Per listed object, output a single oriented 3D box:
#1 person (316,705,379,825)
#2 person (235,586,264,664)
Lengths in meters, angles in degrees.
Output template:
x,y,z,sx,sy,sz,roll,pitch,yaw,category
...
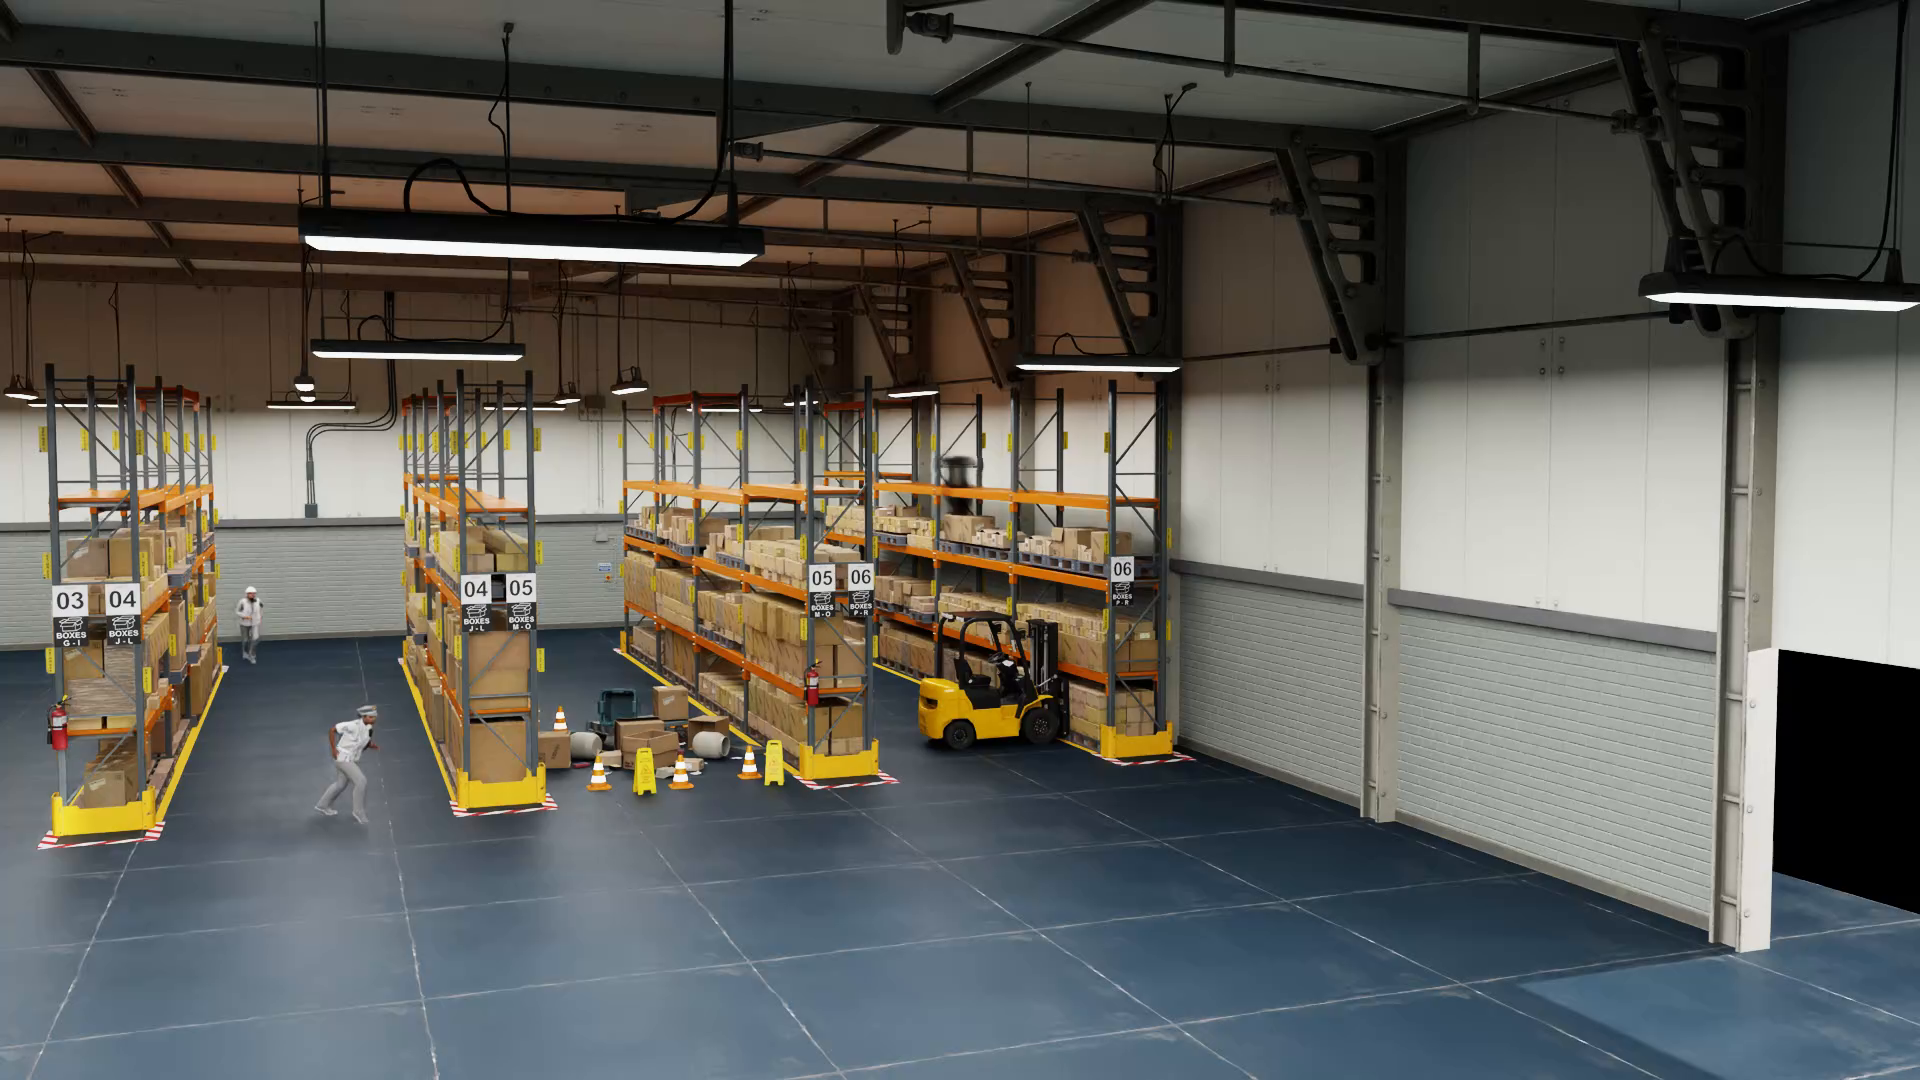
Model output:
x,y,z,sx,sy,sz,roll,pitch,yaw,category
-8.105,2.969,21.900,0.963,1.618,0.623,1,3,15,person
-16.205,1.934,37.929,0.666,1.783,0.903,-2,4,-33,person
